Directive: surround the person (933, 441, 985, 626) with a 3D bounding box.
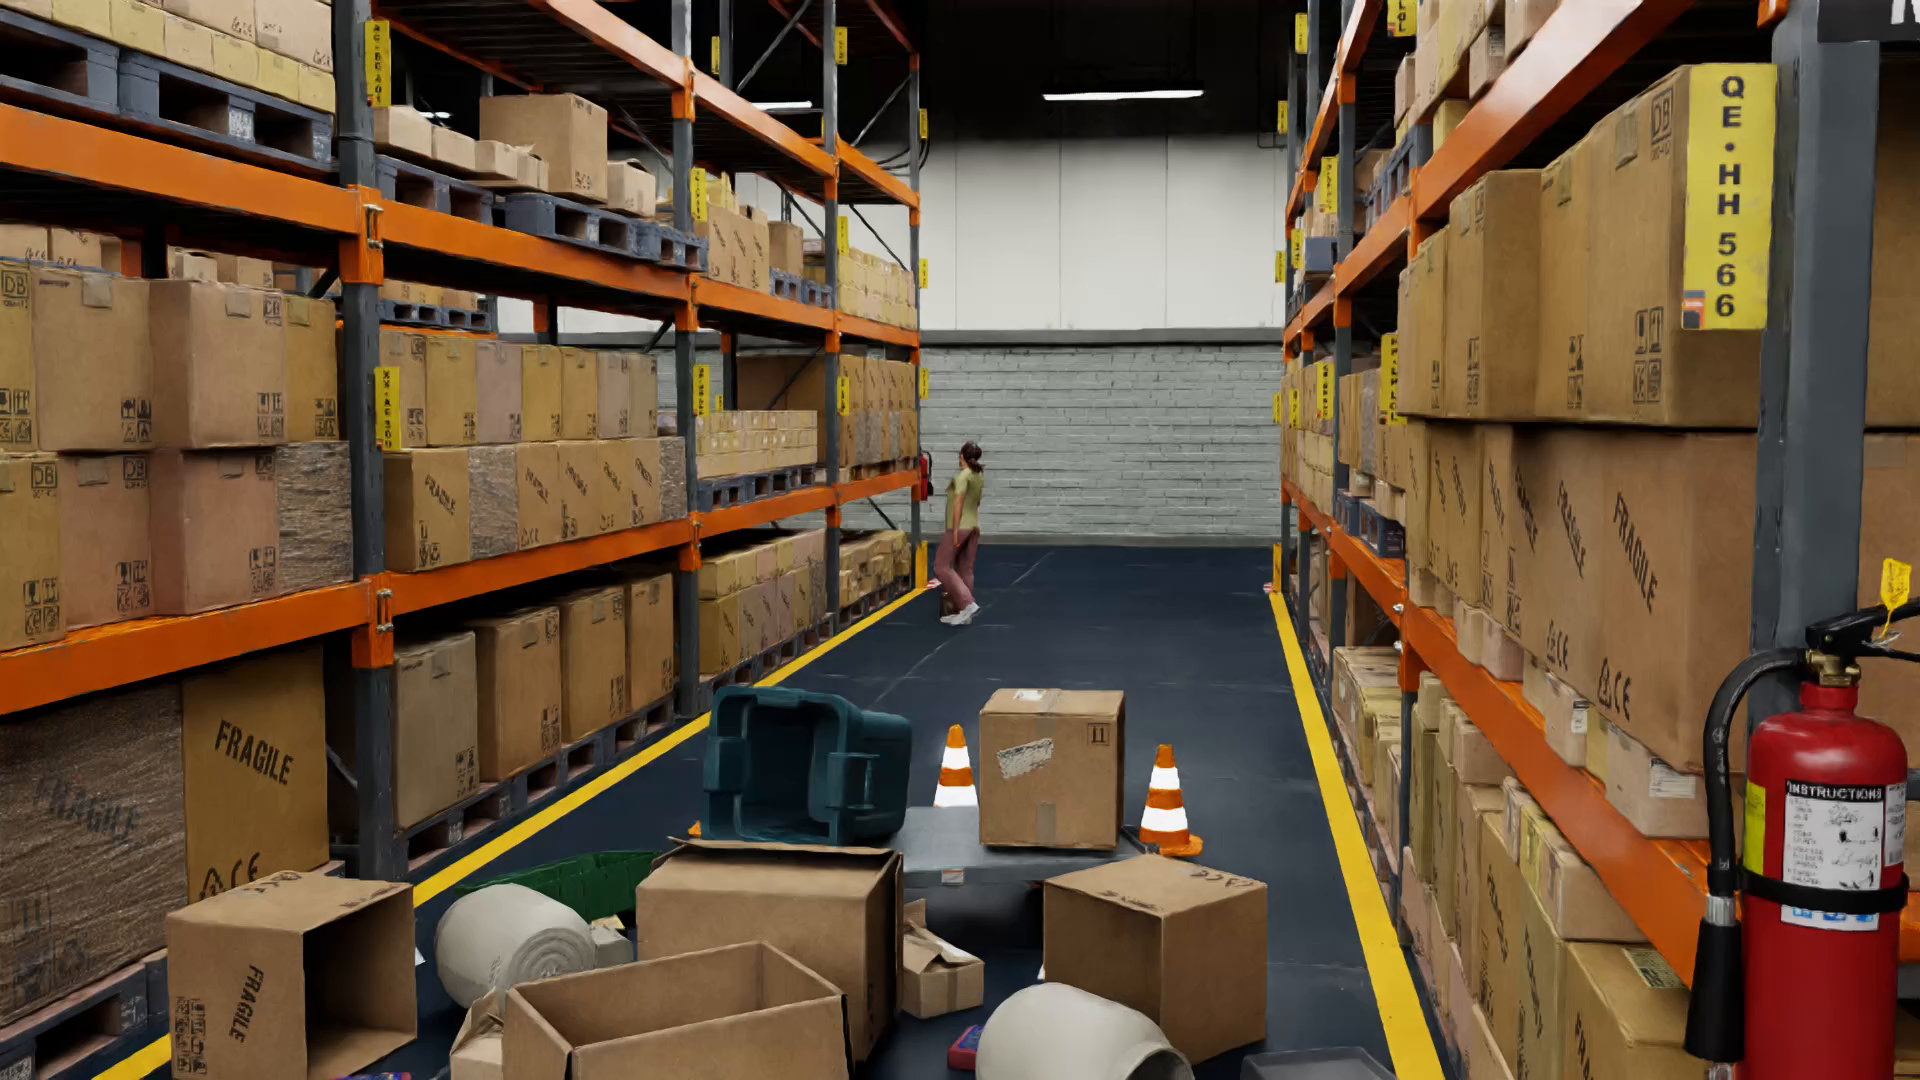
[{"bbox_3d":[0.024,-0.063,15.071,0.446,1.661,0.528,3,5,31],"label":"person"}]
